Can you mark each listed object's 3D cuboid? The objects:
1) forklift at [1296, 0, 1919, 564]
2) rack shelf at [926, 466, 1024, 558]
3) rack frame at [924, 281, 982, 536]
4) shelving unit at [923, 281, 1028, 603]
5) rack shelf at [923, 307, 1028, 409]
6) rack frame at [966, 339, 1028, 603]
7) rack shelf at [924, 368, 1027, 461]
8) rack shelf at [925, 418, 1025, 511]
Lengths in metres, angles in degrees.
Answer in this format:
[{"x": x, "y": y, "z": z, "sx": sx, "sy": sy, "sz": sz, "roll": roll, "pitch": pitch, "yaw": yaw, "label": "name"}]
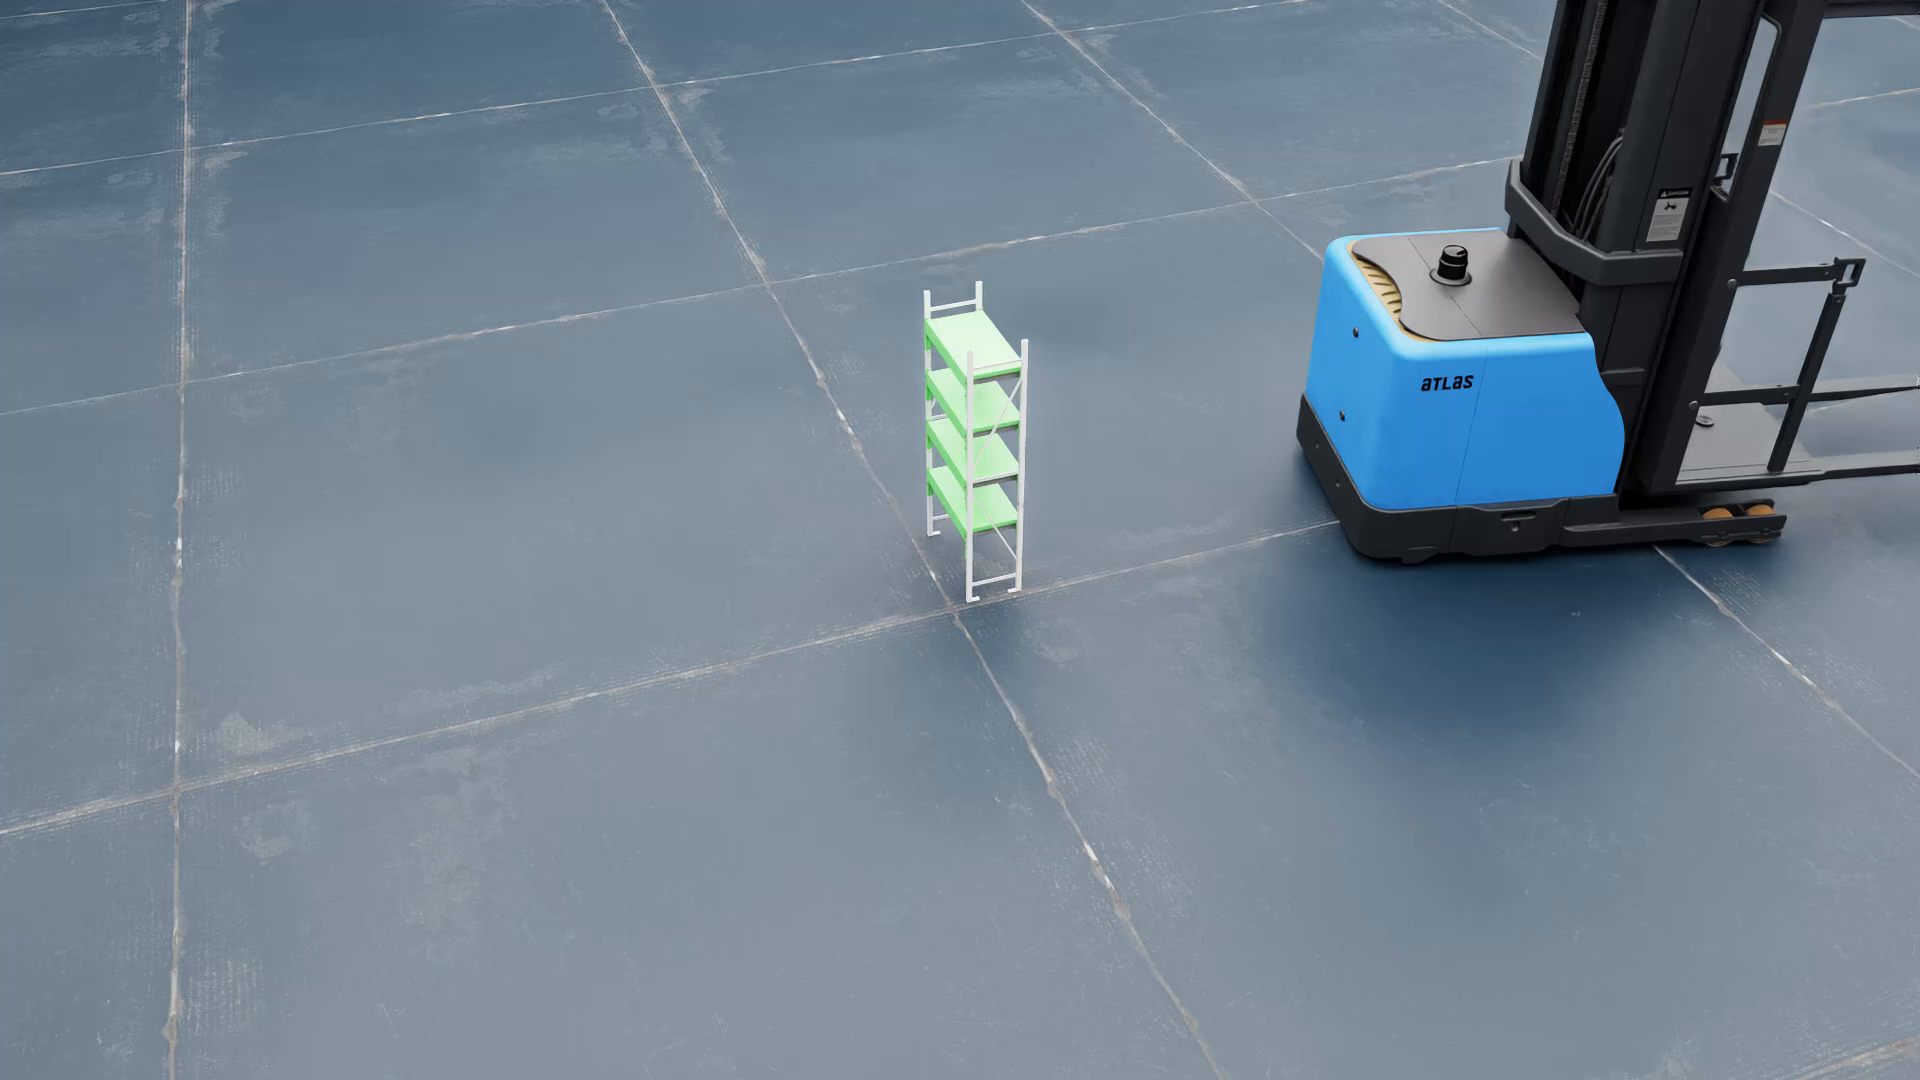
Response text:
[{"x": 3.128, "y": -1.455, "z": 6.745, "sx": 3.031, "sy": 2.935, "sz": 1.130, "roll": -4, "pitch": 37, "yaw": -6, "label": "forklift"}, {"x": 0.057, "y": -0.143, "z": 6.948, "sx": 0.258, "sy": 0.148, "sz": 0.480, "roll": -12, "pitch": 39, "yaw": -16, "label": "rack shelf"}, {"x": -0.027, "y": -0.524, "z": 6.948, "sx": 0.240, "sy": 1.200, "sz": 0.015, "roll": -12, "pitch": 39, "yaw": -16, "label": "rack frame"}, {"x": 0.057, "y": -0.386, "z": 6.765, "sx": 0.258, "sy": 1.200, "sz": 0.503, "roll": -12, "pitch": 39, "yaw": -16, "label": "shelving unit"}, {"x": 0.057, "y": -0.718, "z": 6.515, "sx": 0.258, "sy": 0.148, "sz": 0.480, "roll": -12, "pitch": 39, "yaw": -16, "label": "rack shelf"}, {"x": 0.141, "y": -0.248, "z": 6.582, "sx": 0.240, "sy": 1.200, "sz": 0.015, "roll": -12, "pitch": 39, "yaw": -16, "label": "rack frame"}, {"x": 0.057, "y": -0.526, "z": 6.659, "sx": 0.258, "sy": 0.148, "sz": 0.480, "roll": -12, "pitch": 39, "yaw": -16, "label": "rack shelf"}, {"x": 0.057, "y": -0.335, "z": 6.803, "sx": 0.258, "sy": 0.148, "sz": 0.480, "roll": -12, "pitch": 39, "yaw": -16, "label": "rack shelf"}]
